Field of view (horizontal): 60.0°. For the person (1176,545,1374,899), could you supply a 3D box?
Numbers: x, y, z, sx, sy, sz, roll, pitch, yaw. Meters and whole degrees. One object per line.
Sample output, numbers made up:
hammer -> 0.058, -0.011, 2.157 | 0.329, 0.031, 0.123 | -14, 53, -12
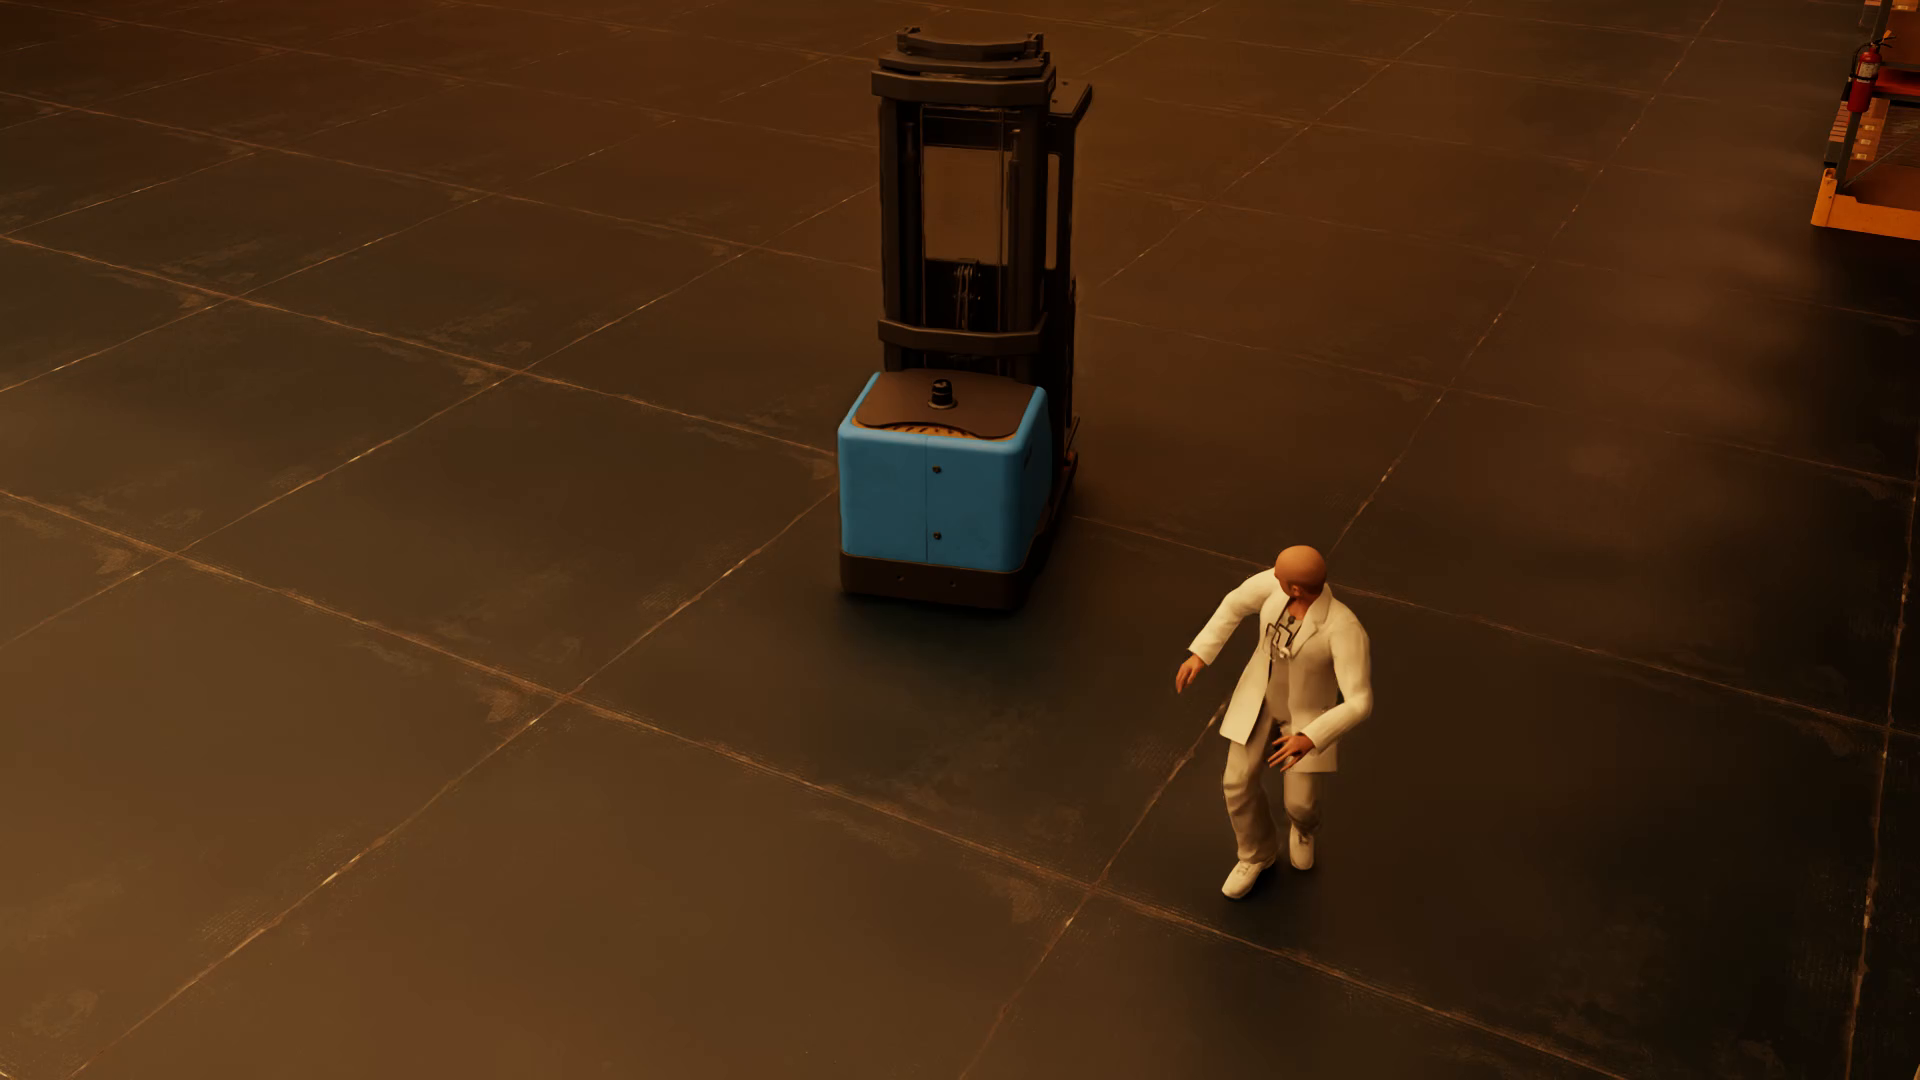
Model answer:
person -> 1.312, 0.757, 7.028 | 0.888, 1.667, 0.835 | 21, 36, 31

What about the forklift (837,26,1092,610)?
forklift -> 0.142, -1.604, 9.849 | 1.130, 2.935, 3.031 | 6, 31, 11
